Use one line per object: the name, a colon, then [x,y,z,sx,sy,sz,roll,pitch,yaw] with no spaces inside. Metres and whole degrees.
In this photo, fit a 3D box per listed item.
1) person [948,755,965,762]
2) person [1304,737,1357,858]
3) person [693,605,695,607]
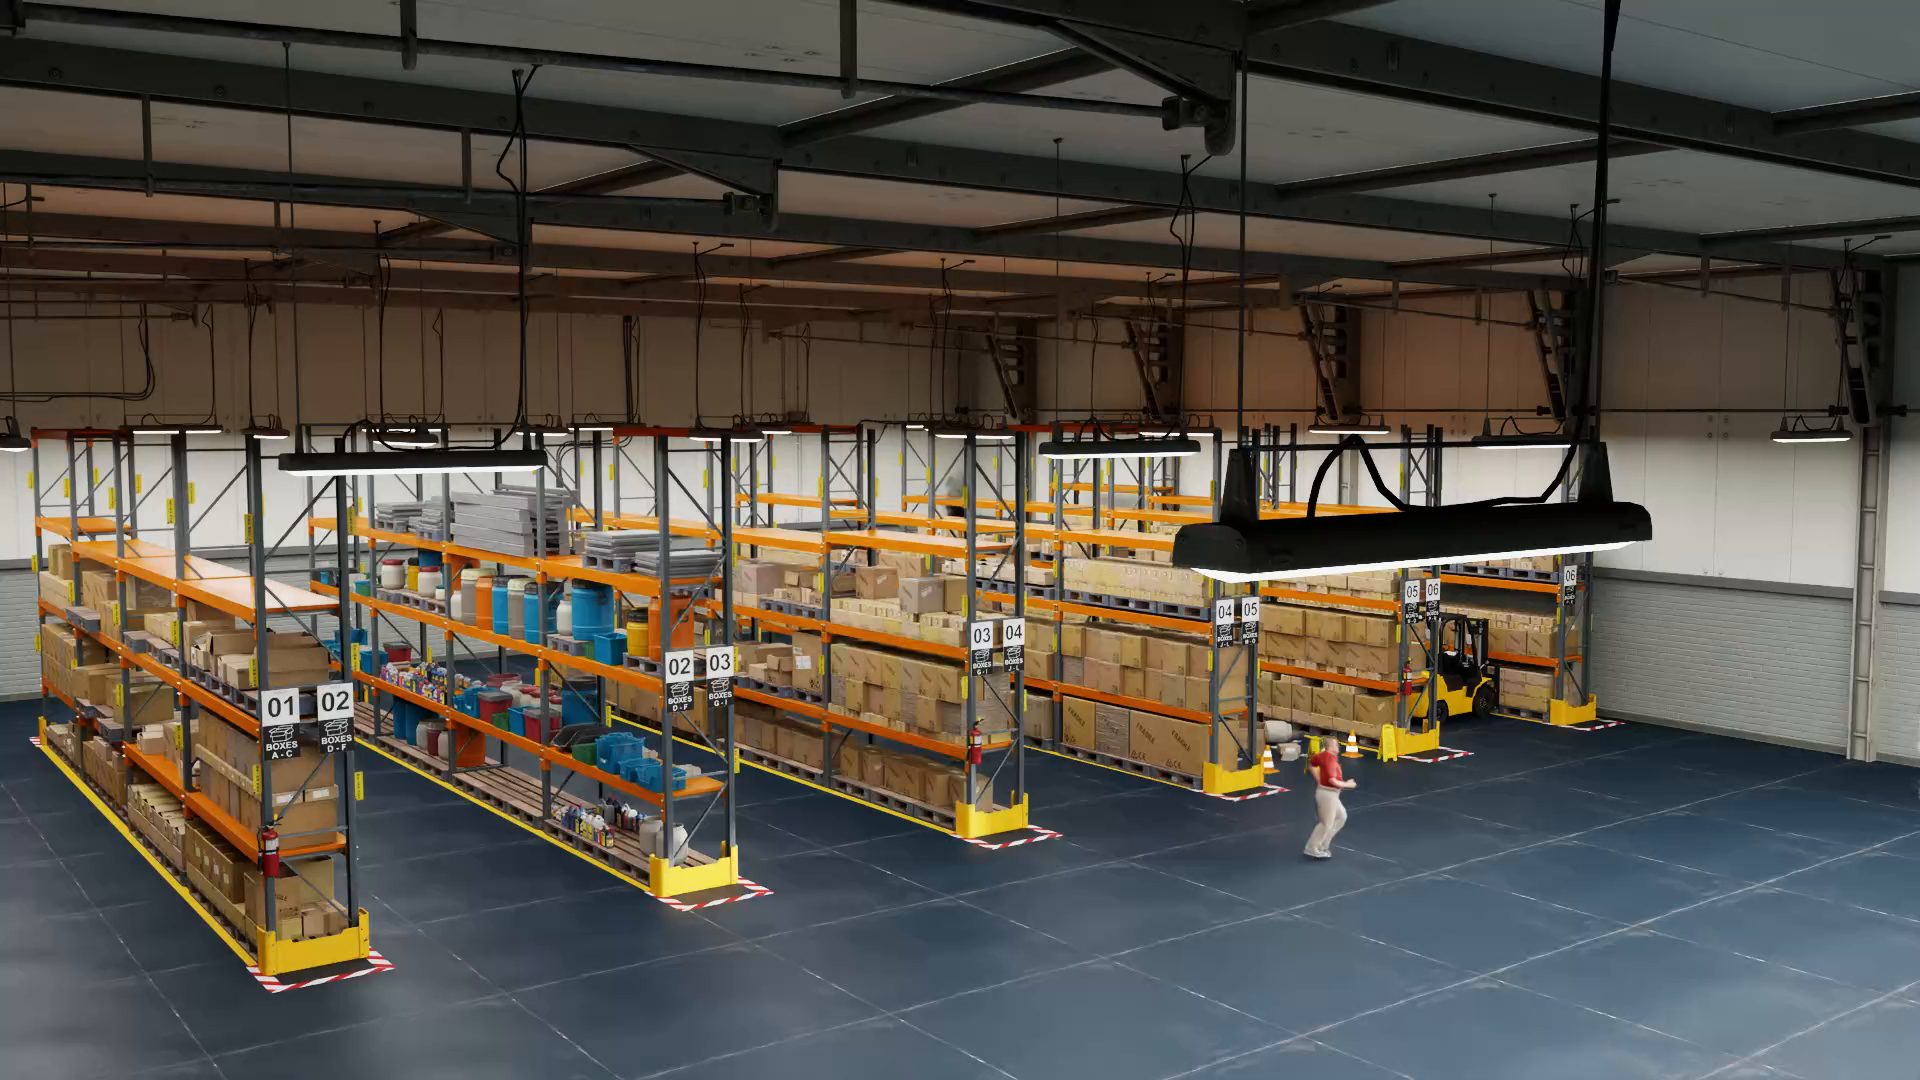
person: [0.082,3.120,29.704,0.686,1.785,0.676,-4,6,-45]
person: [5.220,3.654,23.463,0.718,1.769,0.683,0,4,4]
person: [-6.474,2.362,39.653,0.775,1.803,0.737,1,5,12]
